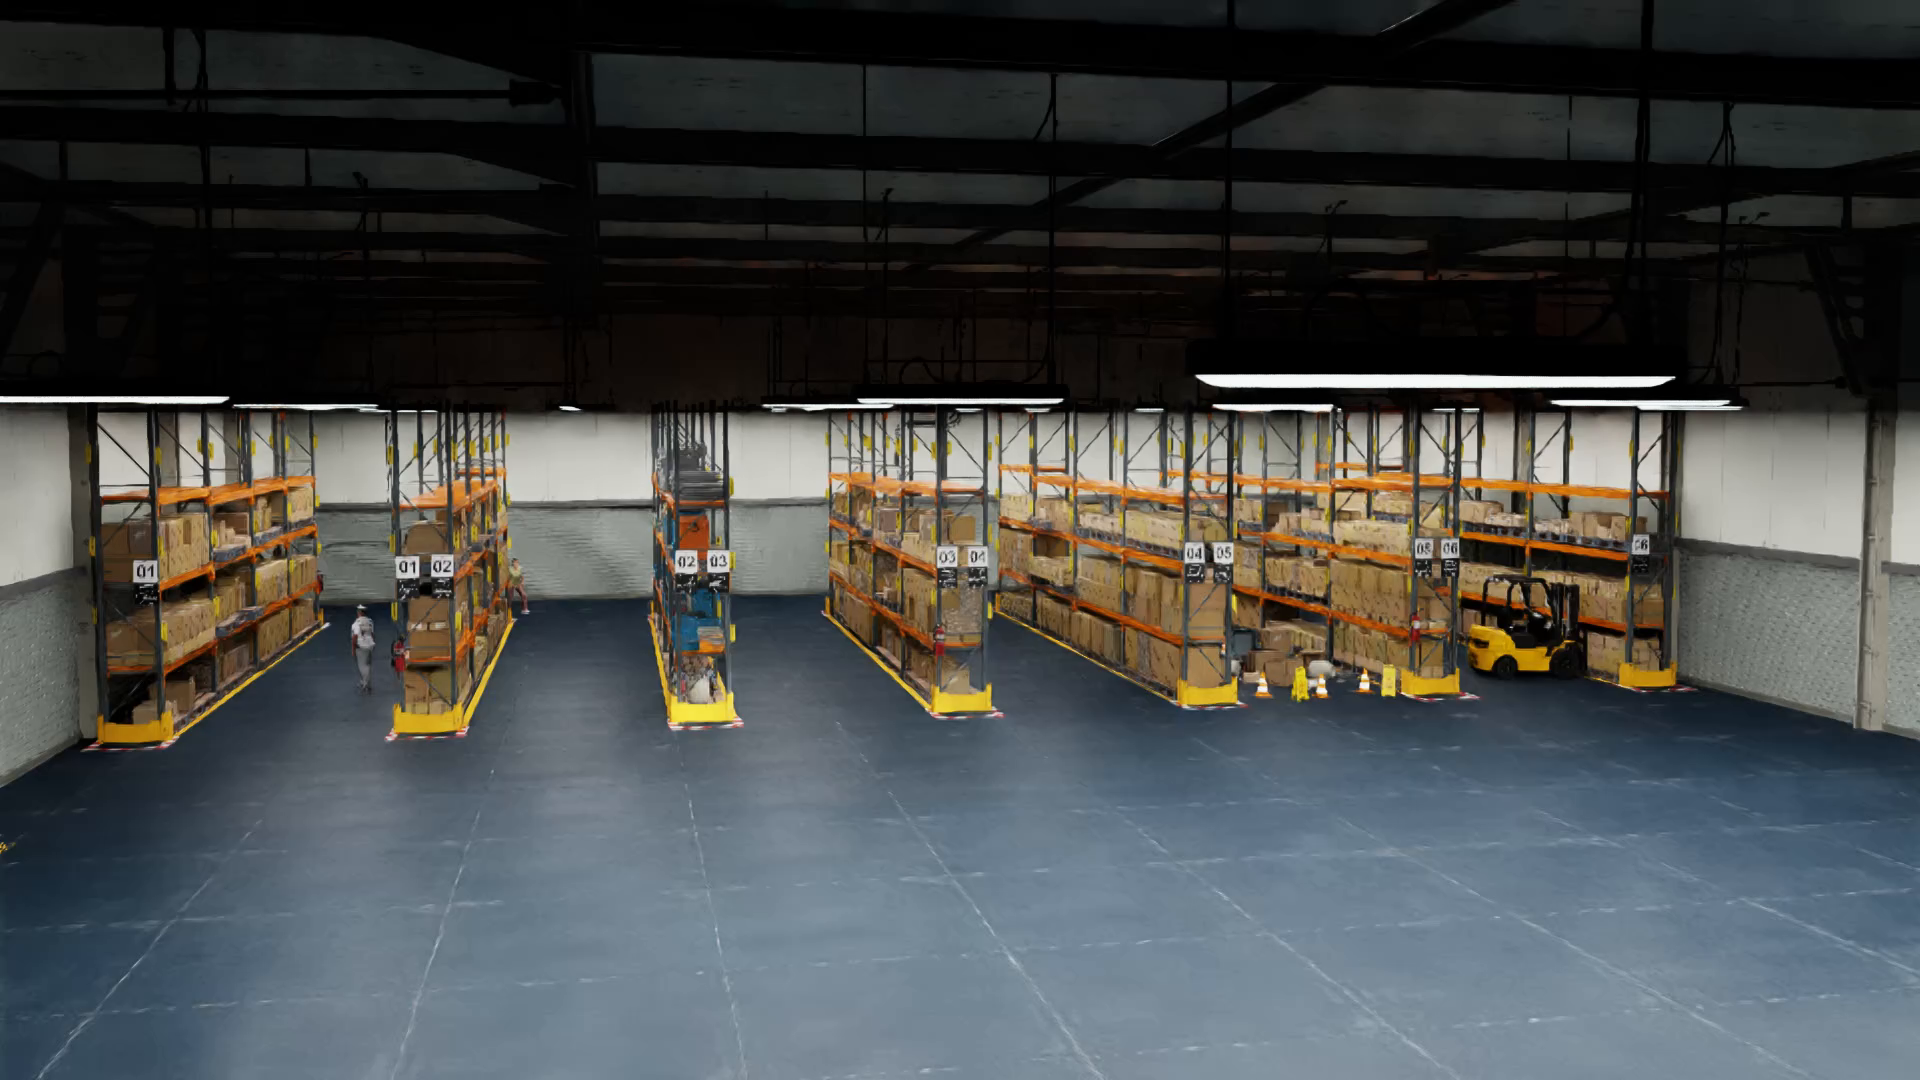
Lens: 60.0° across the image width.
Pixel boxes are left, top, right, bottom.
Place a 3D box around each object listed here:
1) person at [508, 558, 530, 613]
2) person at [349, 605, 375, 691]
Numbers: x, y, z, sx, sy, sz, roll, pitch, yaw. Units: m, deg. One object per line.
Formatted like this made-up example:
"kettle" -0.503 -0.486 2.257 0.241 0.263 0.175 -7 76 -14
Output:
"person" -12.746 1.320 47.697 0.613 1.616 0.770 -3 5 -32
"person" -12.445 2.231 34.561 0.574 1.745 0.655 1 4 15
